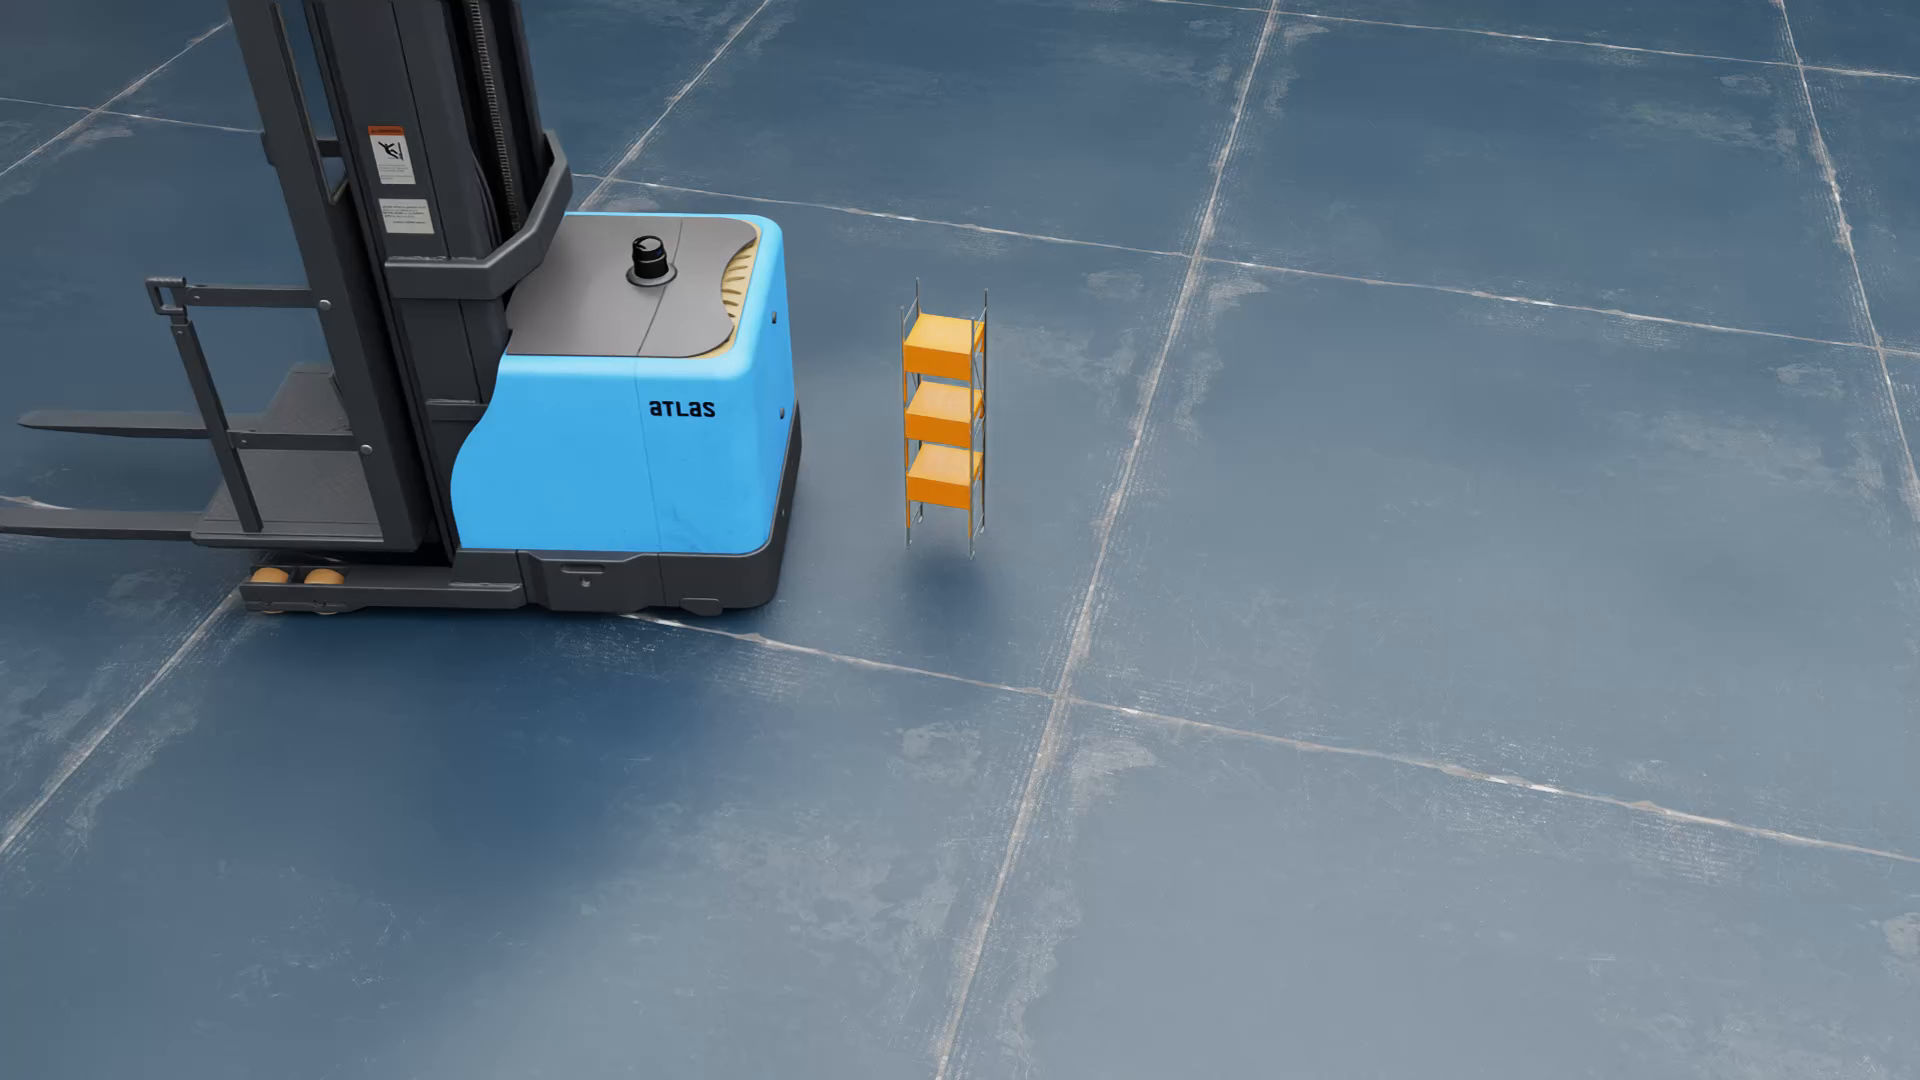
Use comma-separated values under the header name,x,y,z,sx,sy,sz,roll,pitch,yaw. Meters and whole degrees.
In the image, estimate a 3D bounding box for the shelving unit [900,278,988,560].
name,x,y,z,sx,sy,sz,roll,pitch,yaw
shelving unit,-0.052,-0.411,5.923,0.252,1.050,0.215,10,41,11

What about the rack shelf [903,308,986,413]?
name,x,y,z,sx,sy,sz,roll,pitch,yaw
rack shelf,-0.052,-0.620,5.747,0.240,0.259,0.215,10,41,11

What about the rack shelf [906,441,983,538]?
name,x,y,z,sx,sy,sz,roll,pitch,yaw
rack shelf,-0.052,-0.190,6.109,0.240,0.259,0.215,10,41,11

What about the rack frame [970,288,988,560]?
name,x,y,z,sx,sy,sz,roll,pitch,yaw
rack frame,0.066,-0.391,5.899,0.008,1.050,0.200,10,41,11

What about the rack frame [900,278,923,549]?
name,x,y,z,sx,sy,sz,roll,pitch,yaw
rack frame,-0.170,-0.431,5.947,0.008,1.050,0.200,10,41,11

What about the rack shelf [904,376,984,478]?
name,x,y,z,sx,sy,sz,roll,pitch,yaw
rack shelf,-0.052,-0.403,5.930,0.240,0.259,0.215,10,41,11

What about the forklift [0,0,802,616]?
name,x,y,z,sx,sy,sz,roll,pitch,yaw
forklift,-2.153,-1.195,5.394,3.031,2.935,1.130,1,40,1
